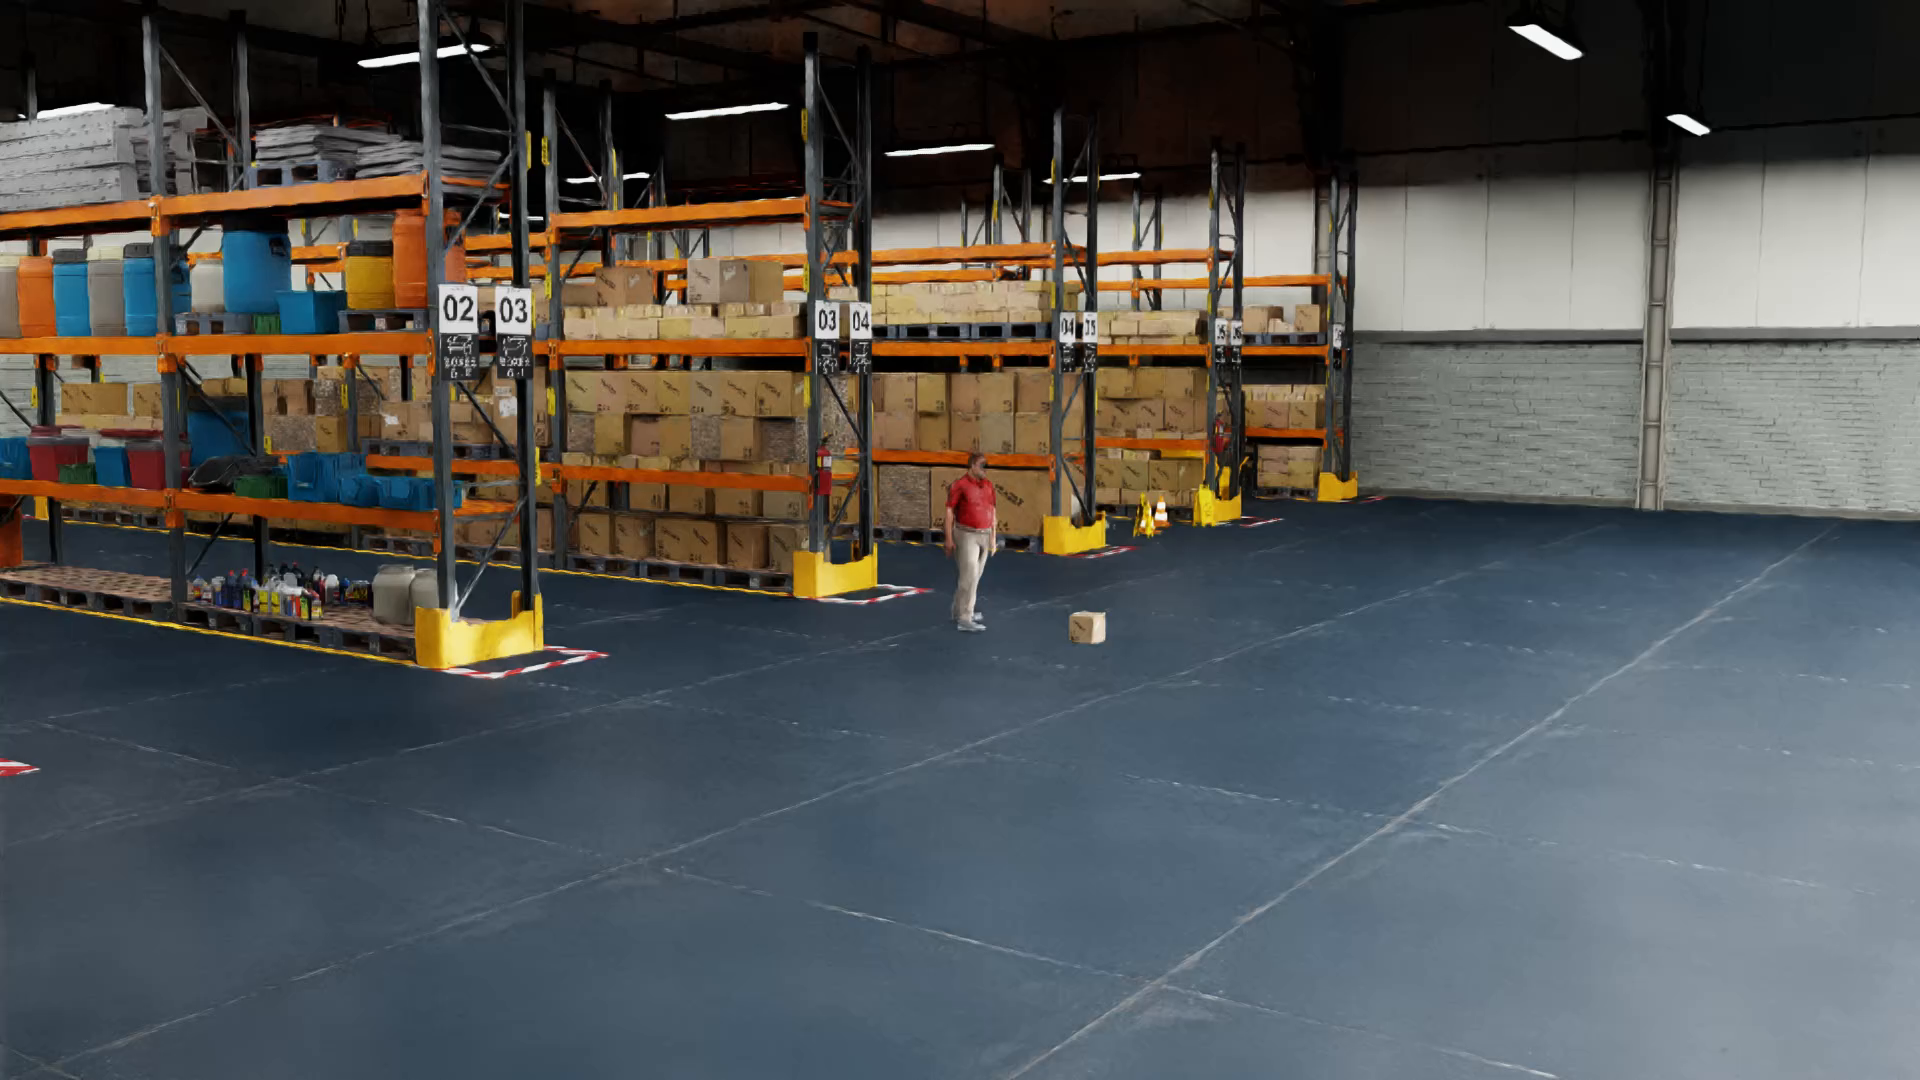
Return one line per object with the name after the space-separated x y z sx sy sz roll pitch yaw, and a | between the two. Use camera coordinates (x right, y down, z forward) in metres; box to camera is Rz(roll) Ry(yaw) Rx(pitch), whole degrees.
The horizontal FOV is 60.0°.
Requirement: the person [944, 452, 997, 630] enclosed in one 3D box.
0.100 -0.007 16.022 0.800 1.683 0.620 6 9 43 | person
